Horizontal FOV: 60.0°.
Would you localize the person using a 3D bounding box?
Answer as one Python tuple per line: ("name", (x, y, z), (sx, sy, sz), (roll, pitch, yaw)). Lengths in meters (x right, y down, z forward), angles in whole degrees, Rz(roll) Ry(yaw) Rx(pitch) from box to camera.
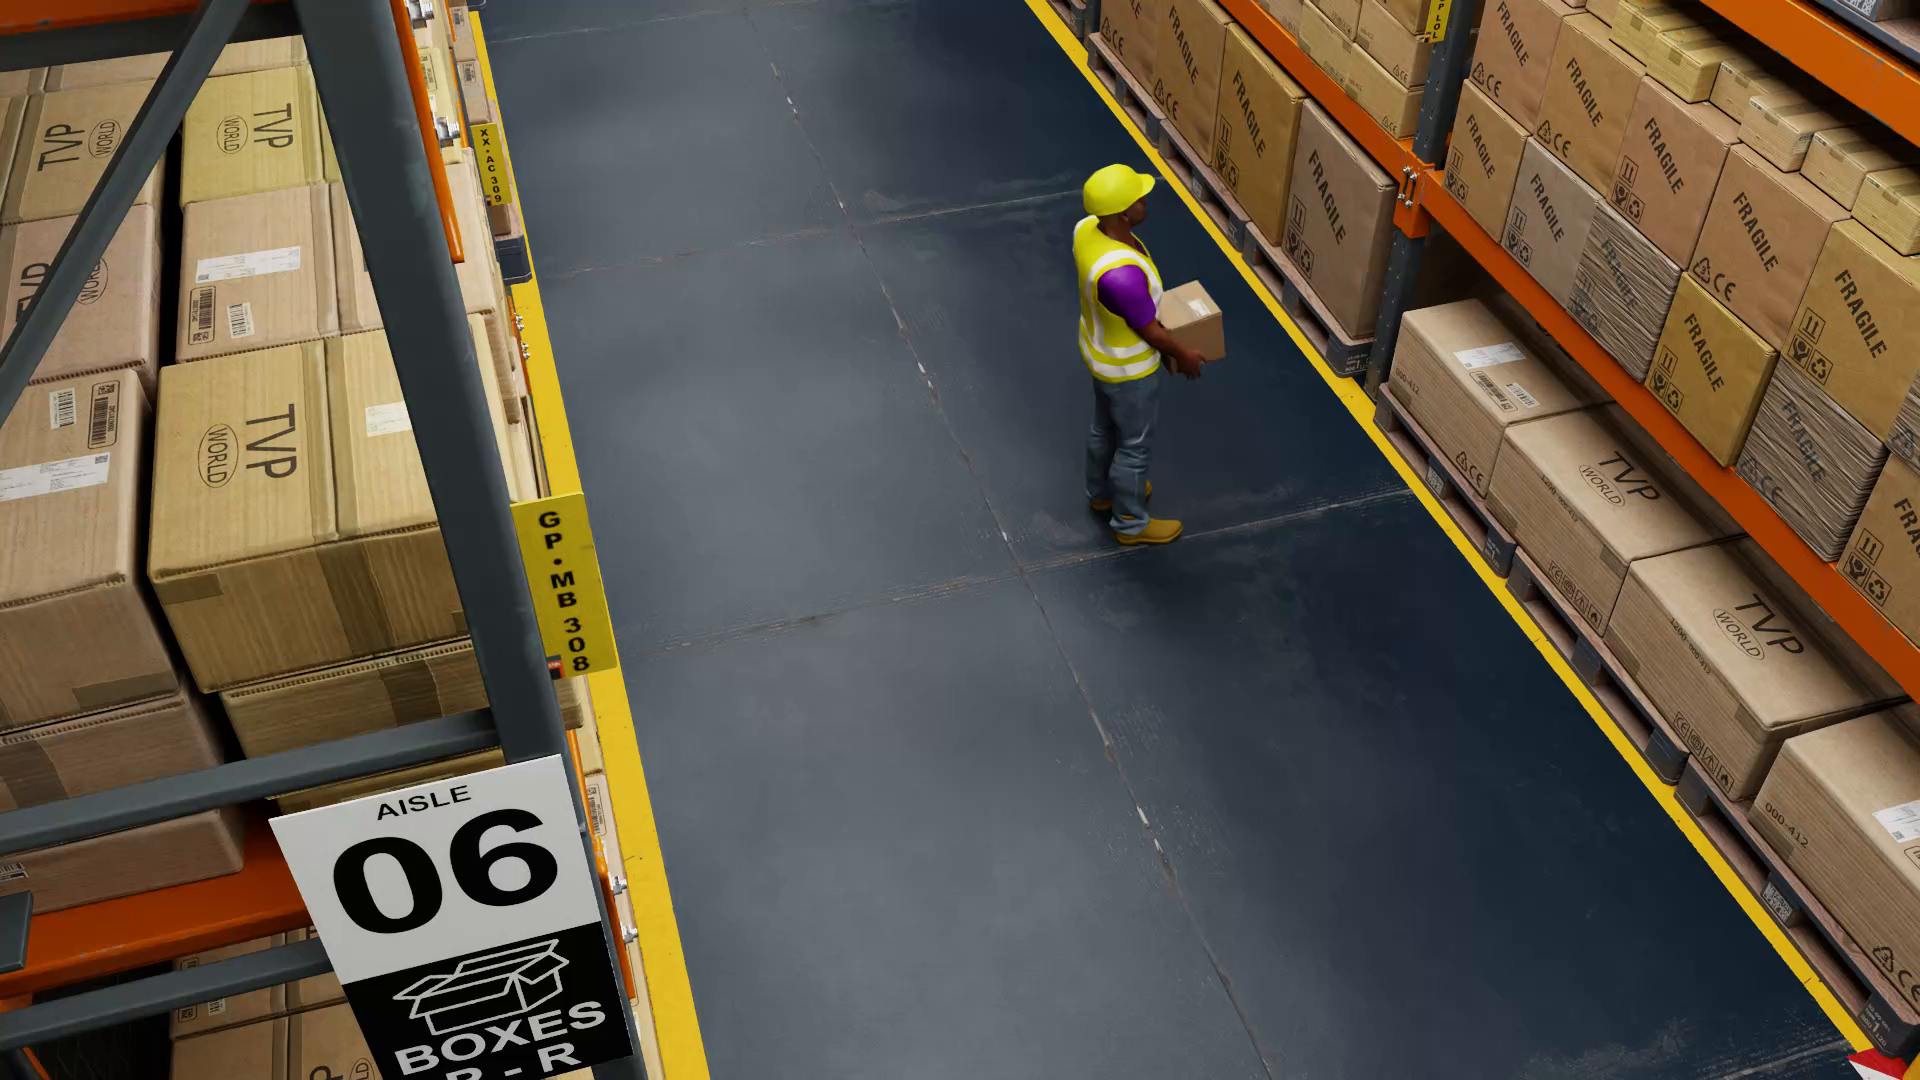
("person", (0.745, -0.791, 7.017), (0.551, 1.772, 0.529), (-7, 42, -8))
